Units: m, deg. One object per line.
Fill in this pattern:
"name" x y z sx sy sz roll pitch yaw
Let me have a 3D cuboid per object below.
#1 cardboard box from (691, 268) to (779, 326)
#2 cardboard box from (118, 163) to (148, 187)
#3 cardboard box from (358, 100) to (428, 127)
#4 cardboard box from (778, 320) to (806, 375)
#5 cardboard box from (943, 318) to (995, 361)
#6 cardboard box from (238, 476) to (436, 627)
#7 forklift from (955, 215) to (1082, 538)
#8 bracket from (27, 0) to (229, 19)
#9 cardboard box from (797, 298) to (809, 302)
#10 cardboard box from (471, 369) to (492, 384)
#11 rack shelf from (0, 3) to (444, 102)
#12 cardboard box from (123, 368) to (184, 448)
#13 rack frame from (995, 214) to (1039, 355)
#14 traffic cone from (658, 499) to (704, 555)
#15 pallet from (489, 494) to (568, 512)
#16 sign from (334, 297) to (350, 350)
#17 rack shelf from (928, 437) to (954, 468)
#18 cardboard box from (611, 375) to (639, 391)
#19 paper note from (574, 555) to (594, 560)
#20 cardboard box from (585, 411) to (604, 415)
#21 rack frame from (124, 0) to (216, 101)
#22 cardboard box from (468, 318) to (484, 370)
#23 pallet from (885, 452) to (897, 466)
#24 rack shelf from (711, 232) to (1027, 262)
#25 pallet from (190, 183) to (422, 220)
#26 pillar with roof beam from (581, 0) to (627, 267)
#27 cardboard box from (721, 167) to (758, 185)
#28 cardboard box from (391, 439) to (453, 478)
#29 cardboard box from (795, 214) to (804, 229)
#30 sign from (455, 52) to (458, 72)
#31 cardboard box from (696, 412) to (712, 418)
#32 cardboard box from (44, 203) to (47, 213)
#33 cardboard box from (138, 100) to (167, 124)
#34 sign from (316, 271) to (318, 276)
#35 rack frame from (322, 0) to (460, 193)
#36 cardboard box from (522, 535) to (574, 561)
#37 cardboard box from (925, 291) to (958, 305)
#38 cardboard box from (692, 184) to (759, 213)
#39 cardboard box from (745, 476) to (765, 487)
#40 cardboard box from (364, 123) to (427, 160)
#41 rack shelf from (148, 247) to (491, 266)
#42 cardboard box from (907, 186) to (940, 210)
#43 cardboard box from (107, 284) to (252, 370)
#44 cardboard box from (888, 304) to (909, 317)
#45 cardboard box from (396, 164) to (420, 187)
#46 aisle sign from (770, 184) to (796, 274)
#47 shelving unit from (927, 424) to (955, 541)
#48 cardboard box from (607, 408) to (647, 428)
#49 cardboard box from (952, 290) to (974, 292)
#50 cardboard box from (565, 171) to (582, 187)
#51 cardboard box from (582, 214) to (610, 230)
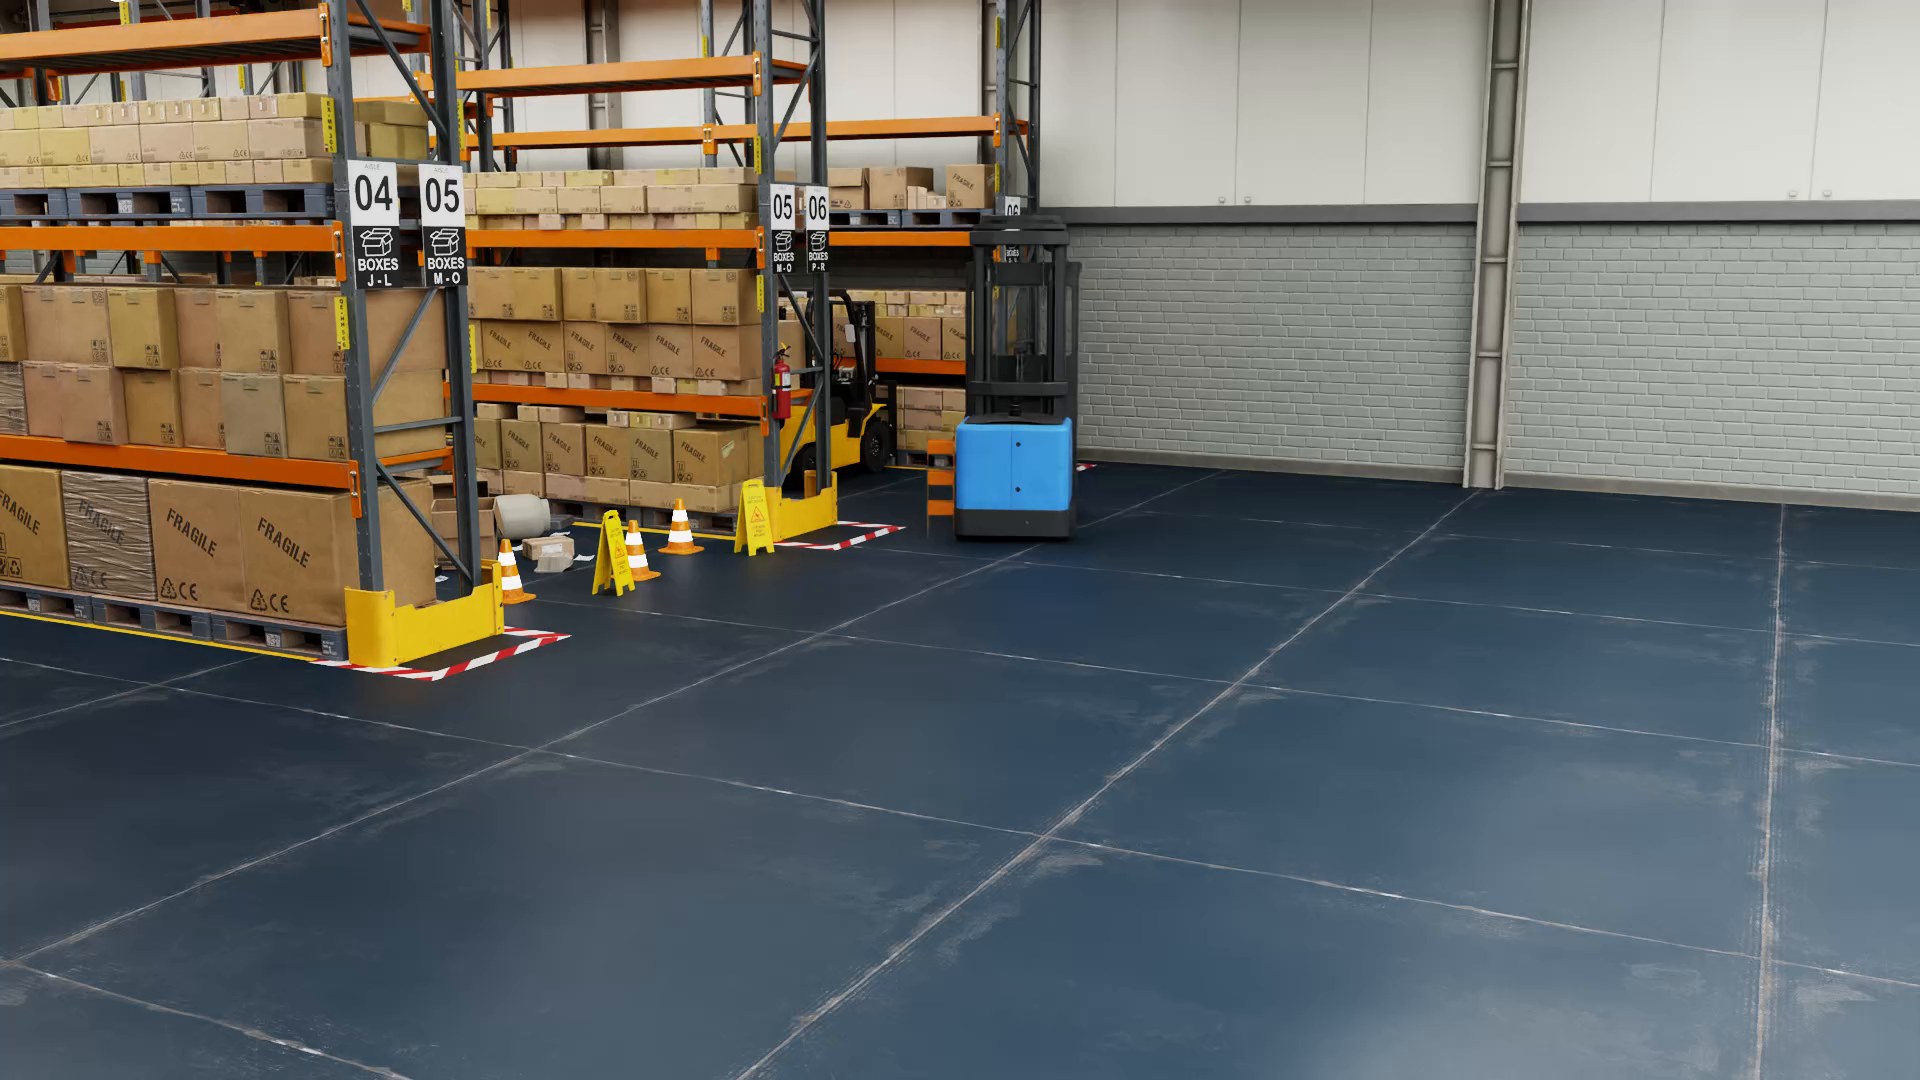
"cardboard box" -2.066 -2.247 15.319 0.500 0.500 0.700 5 11 24
"cardboard box" -5.427 -2.456 11.221 0.250 0.149 0.380 5 11 27
"cardboard box" -3.770 -2.833 11.066 0.250 0.149 0.380 5 11 26
"cardboard box" -1.814 -1.831 15.830 0.500 0.500 0.500 5 11 25
"cardboard box" 0.124 -2.393 19.770 0.500 0.500 0.500 5 11 25
"cardboard box" -4.249 0.040 11.391 0.875 0.875 0.875 5 11 26
"forklift" 0.622 -1.675 16.272 1.130 2.935 3.031 1 10 6
"bracket" -13.146 -8.394 26.254 4.783 0.066 0.076 5 11 26
"cardboard box" -1.814 -3.027 20.615 0.250 0.149 0.380 5 11 25
"cardboard box" -4.709 -1.658 16.694 0.250 0.149 0.380 5 12 27
"rack shelf" -5.405 -3.314 11.438 4.000 0.370 1.077 5 11 26
"cardboard box" -5.407 -0.991 11.879 0.500 0.550 0.875 5 11 26
"rack frame" 0.681 -2.347 19.796 0.127 3.000 1.000 5 11 26
"traffic cone" -2.468 -0.134 14.689 0.334 0.463 0.336 5 11 26
"pallet" -4.481 -0.450 17.143 1.213 0.211 1.003 5 11 26
"sign" -3.864 -1.356 10.405 0.005 0.325 0.100 5 11 26
"rack shelf" -0.174 -0.799 15.181 0.240 0.259 0.215 0 10 0
"cardboard box" -3.120 -1.515 15.906 0.250 0.149 0.380 5 11 25
"paper note" -3.240 0.150 14.334 0.142 0.019 0.148 1 10 6
"cardboard box" -3.993 -1.048 17.056 0.500 0.500 0.500 5 12 27
"rack frame" -8.686 -5.137 18.363 0.127 3.000 1.000 5 11 26
"cardboard box" -4.828 -1.986 16.683 0.500 0.500 0.500 5 11 26
"pallet" -1.113 -1.125 20.873 1.213 0.211 1.003 5 11 26
"rack shelf" -1.112 -3.627 20.464 4.000 0.370 1.077 5 11 26
"pallet" -4.281 -2.245 11.057 1.213 0.211 1.003 5 11 26
"pillar with roof beam" -6.830 -5.283 19.174 0.400 9.000 9.100 5 11 26
"cardboard box" -1.946 -3.278 14.985 0.250 0.149 0.380 5 11 26
"cardboard box" -5.570 -0.824 17.579 0.625 0.372 0.950 5 11 27
"cardboard box" -1.666 -2.984 15.600 0.250 0.149 0.380 5 11 26
"sign" -6.724 -6.341 22.172 0.005 0.325 0.100 5 11 26
"cardboard box" -3.379 -1.740 21.929 0.625 0.625 0.875 6 12 28
"cardboard box" -10.395 -4.009 19.095 0.500 0.500 0.500 5 11 26
"cardboard box" -5.204 -2.829 11.041 0.250 0.149 0.380 5 11 25
"sign" -9.838 -3.951 25.409 0.005 0.325 0.100 5 11 26
"rack frame" -3.611 -3.708 10.468 0.127 3.000 1.000 5 11 26
"cardboard box" -3.580 0.068 14.456 0.380 0.149 0.250 -7 12 -33
"cardboard box" -0.215 -2.887 19.843 0.250 0.149 0.380 5 12 27
"cardboard box" -2.090 -3.100 15.119 0.500 0.250 0.500 5 11 25
"cardboard box" -2.113 -0.515 16.217 0.500 0.250 0.500 5 11 25
"cardboard box" -3.931 -2.639 11.112 0.500 0.250 0.500 5 11 26
"rack shelf" -6.892 -3.149 17.823 4.000 0.370 1.077 5 11 26
"cardboard box" -0.424 -4.050 19.698 0.258 0.266 0.396 5 11 26
"cardboard box" -5.436 -1.512 11.726 0.500 0.550 0.875 5 11 26
"cardboard box" -0.679 -2.779 20.078 0.250 0.149 0.380 5 11 24
"cardboard box" -3.777 -2.442 11.143 0.250 0.149 0.380 5 11 26
"aisle sign" -1.585 -2.782 14.900 0.004 0.787 0.394 5 11 26
"shelving unit" -0.174 -0.530 15.230 0.252 1.050 0.215 0 10 0
"cardboard box" -3.164 -1.177 15.945 0.250 0.149 0.380 6 12 28
"cardboard box" 0.012 -2.967 20.284 0.250 0.149 0.380 5 12 27
"cardboard box" -3.530 -3.428 15.811 0.250 0.149 0.380 5 12 27
"cardboard box" -3.353 -3.004 15.707 0.250 0.149 0.380 5 11 25
